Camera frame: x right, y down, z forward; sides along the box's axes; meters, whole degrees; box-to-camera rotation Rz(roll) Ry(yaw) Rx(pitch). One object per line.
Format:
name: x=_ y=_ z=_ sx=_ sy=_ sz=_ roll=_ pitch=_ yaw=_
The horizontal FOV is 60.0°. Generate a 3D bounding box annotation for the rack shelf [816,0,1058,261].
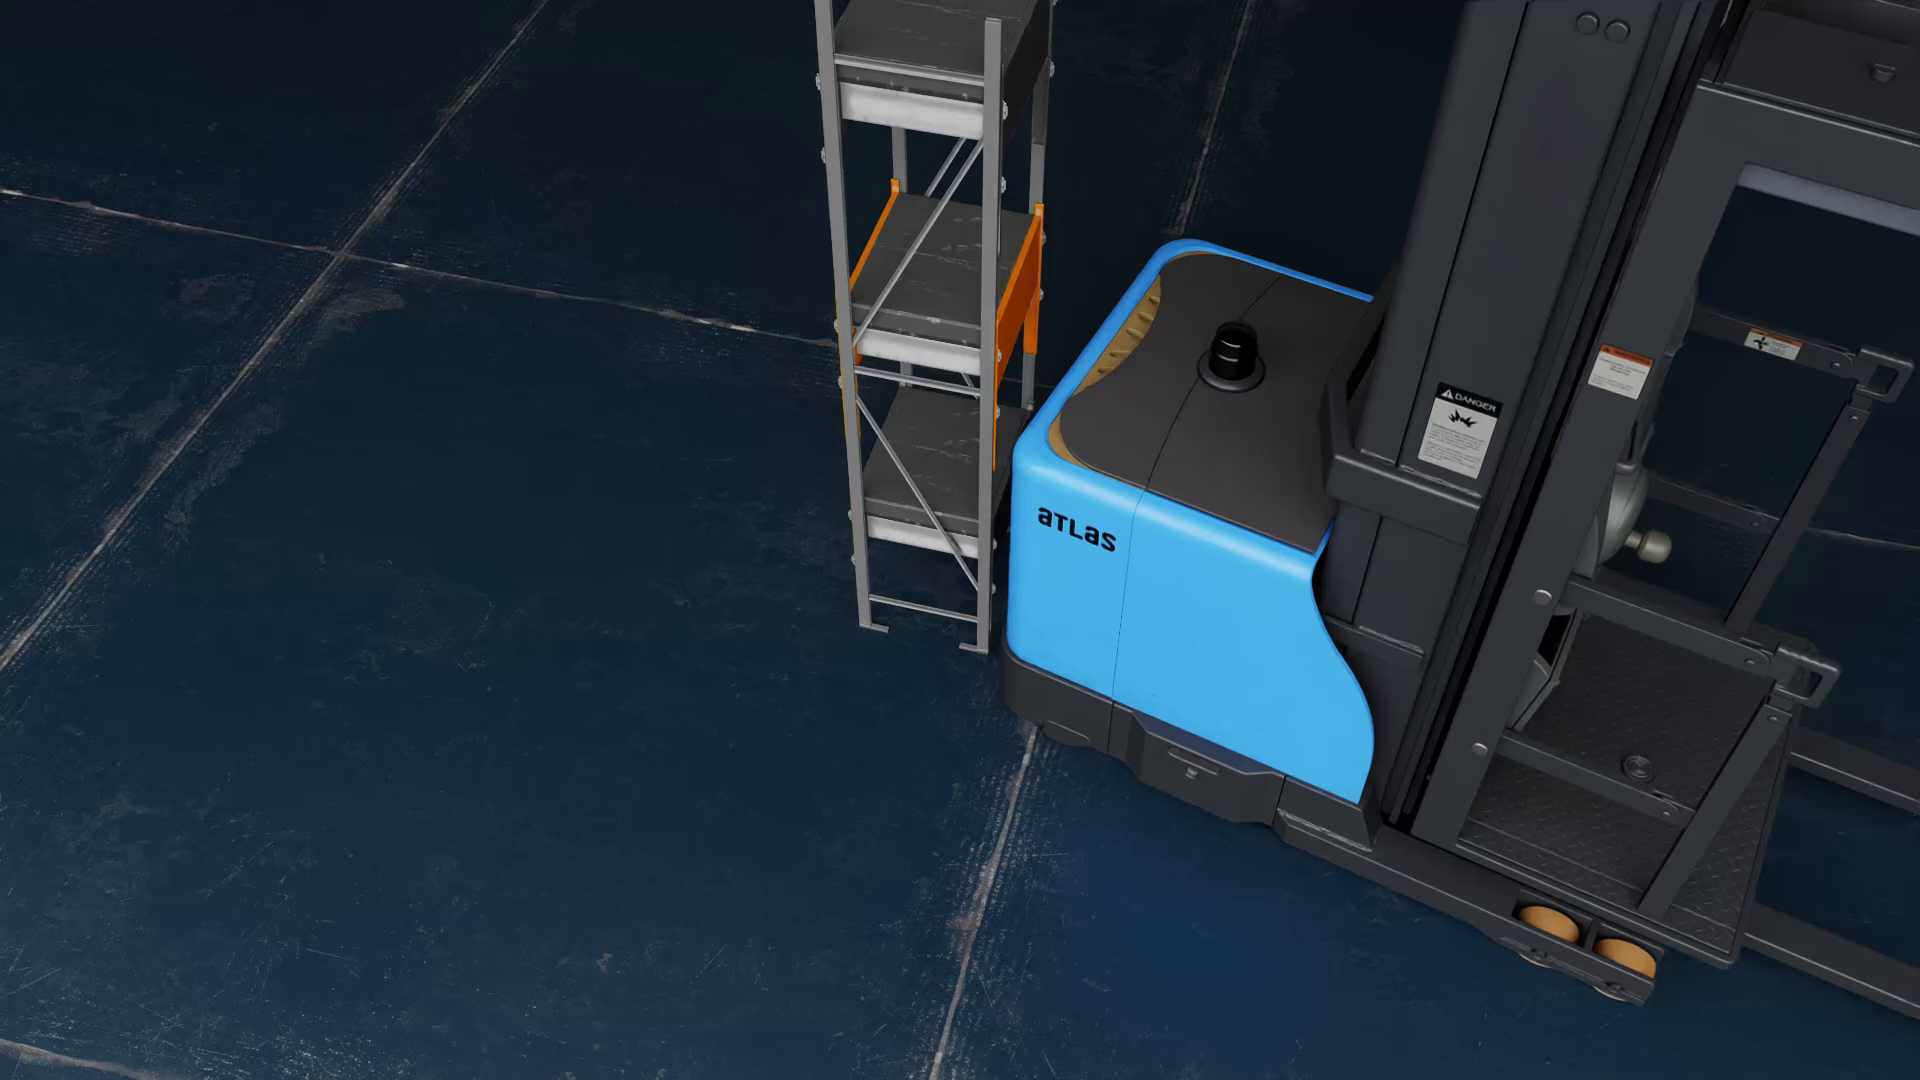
rack shelf: x=-0.044 y=-1.029 z=3.842 sx=0.431 sy=0.518 sz=0.480 roll=12 pitch=50 yaw=10

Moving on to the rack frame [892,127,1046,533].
rack frame: x=0.021 y=-0.752 z=4.513 sx=0.400 sy=2.100 sz=0.015 roll=12 pitch=50 yaw=10

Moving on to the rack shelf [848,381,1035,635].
rack shelf: x=-0.044 y=-0.103 z=4.892 sx=0.431 sy=0.518 sz=0.480 roll=12 pitch=50 yaw=10

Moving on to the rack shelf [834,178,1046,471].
rack shelf: x=-0.044 y=-0.566 z=4.367 sx=0.431 sy=0.518 sz=0.480 roll=12 pitch=50 yaw=10

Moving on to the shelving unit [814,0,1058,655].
shelving unit: x=-0.044 y=-0.575 z=4.357 sx=0.431 sy=2.100 sz=0.503 roll=12 pitch=50 yaw=10

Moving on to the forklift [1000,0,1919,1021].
forklift: x=1.657 y=-0.264 z=3.528 sx=3.031 sy=2.935 sz=1.130 roll=22 pitch=52 yaw=18

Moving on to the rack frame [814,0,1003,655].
rack frame: x=-0.108 y=-0.399 z=4.201 sx=0.400 sy=2.100 sz=0.015 roll=12 pitch=50 yaw=10
